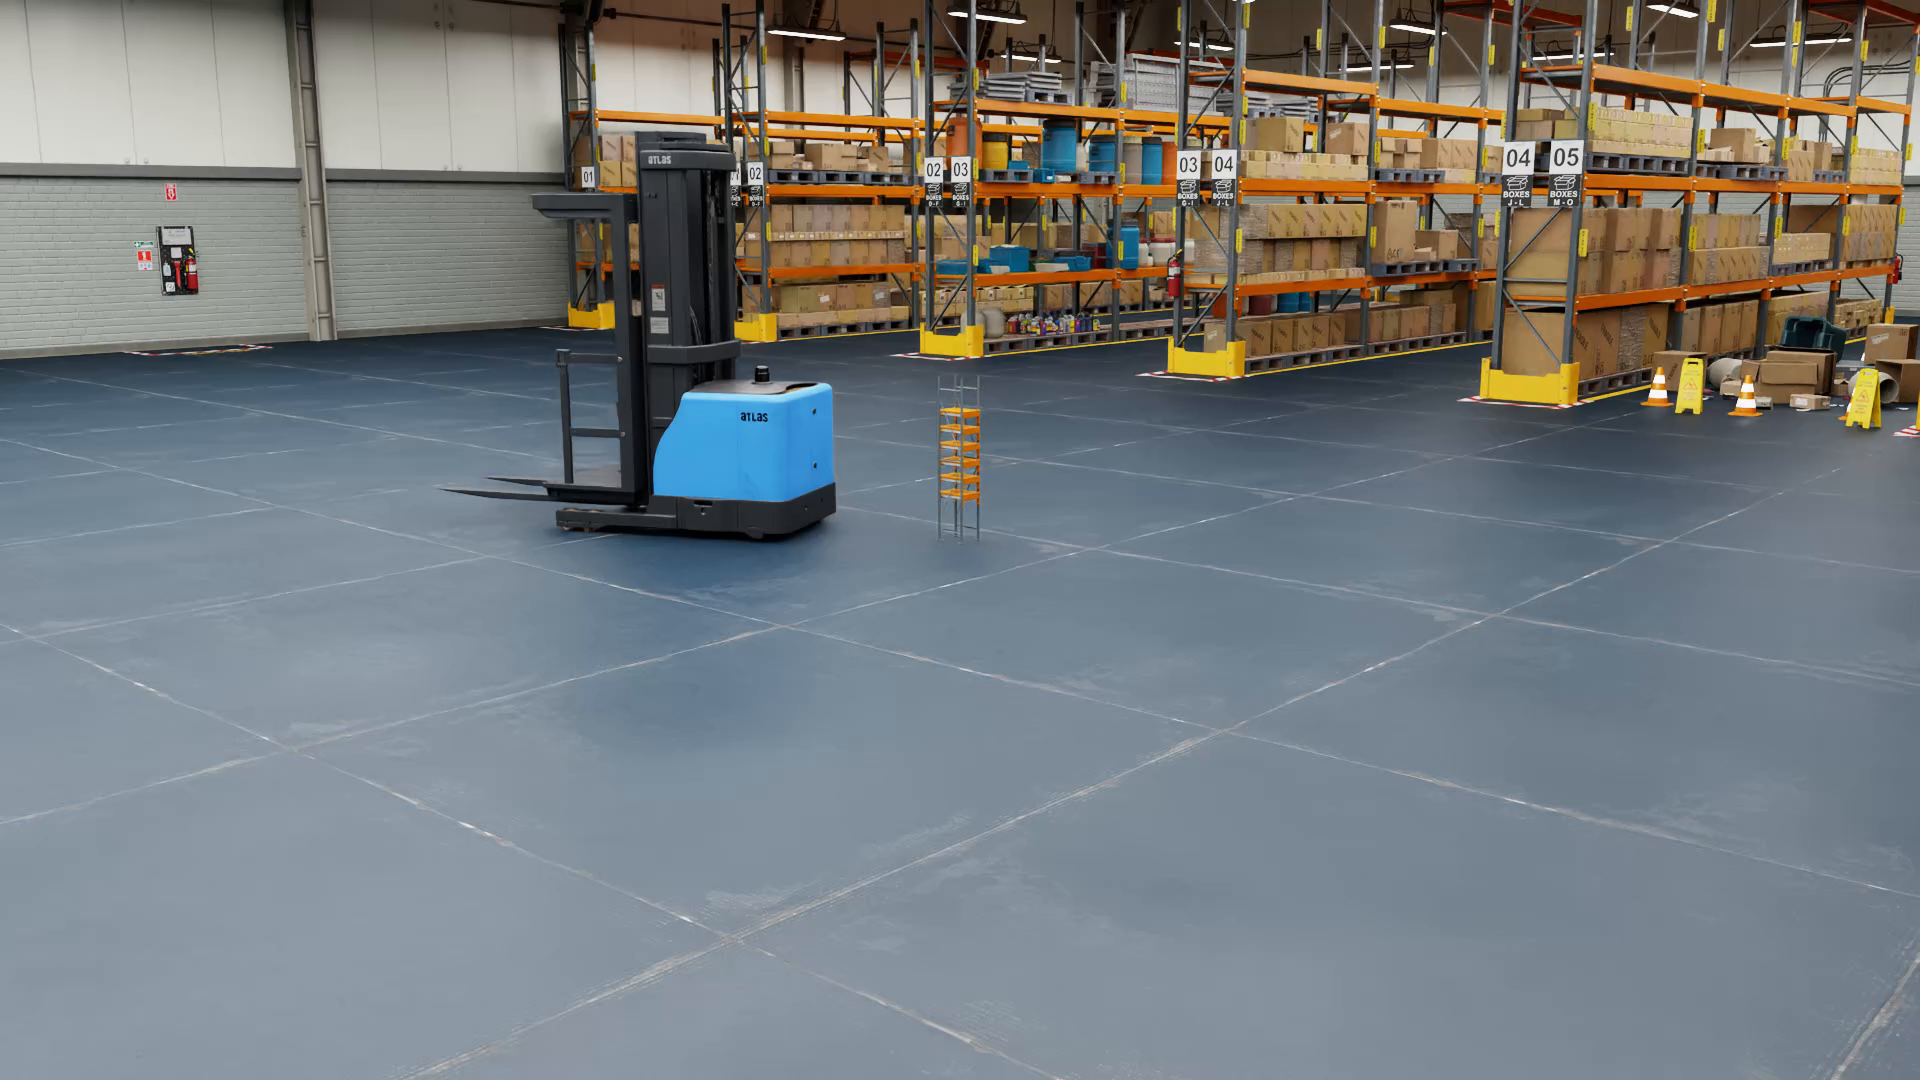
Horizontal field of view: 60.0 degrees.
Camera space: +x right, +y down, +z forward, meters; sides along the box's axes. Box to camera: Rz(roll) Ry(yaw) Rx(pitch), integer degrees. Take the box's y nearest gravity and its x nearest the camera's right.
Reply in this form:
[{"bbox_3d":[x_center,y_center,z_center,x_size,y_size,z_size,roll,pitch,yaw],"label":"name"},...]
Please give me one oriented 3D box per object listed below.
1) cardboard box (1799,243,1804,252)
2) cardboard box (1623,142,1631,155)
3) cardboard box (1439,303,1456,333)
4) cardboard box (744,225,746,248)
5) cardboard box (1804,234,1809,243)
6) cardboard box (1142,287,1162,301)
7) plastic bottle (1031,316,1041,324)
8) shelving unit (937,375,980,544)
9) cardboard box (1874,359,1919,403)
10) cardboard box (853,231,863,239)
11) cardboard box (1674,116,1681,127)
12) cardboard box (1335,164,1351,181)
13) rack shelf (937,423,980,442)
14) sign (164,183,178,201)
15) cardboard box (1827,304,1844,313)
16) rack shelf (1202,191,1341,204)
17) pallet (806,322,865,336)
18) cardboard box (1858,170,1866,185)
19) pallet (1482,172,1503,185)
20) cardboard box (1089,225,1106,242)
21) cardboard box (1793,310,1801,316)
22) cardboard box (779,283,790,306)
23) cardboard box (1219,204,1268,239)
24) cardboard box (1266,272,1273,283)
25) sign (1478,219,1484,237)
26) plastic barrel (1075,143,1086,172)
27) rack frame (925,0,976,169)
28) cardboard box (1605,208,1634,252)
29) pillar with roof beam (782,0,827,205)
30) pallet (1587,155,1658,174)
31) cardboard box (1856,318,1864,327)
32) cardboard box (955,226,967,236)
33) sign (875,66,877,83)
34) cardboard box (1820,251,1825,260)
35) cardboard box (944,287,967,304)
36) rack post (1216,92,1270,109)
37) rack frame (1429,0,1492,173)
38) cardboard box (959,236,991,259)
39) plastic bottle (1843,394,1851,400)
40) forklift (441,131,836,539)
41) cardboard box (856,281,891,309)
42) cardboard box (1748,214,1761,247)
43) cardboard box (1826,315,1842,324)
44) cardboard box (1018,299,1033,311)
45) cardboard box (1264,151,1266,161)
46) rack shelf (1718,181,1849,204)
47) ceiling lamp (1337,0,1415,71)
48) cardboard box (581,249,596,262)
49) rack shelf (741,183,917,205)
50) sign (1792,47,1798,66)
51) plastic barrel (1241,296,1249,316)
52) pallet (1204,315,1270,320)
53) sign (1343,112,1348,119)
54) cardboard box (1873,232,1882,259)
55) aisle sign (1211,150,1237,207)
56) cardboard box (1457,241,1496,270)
[{"bbox_3d":[13.996,-4.932,28.054,0.380,0.149,0.250,11,15,42],"label":"cardboard box"},{"bbox_3d":[8.355,-5.011,21.299,0.380,0.149,0.250,10,15,41],"label":"cardboard box"},{"bbox_3d":[8.416,-3.973,29.704,0.700,0.500,0.500,9,14,37],"label":"cardboard box"},{"bbox_3d":[-4.598,-6.752,36.981,0.700,0.500,0.500,10,15,41],"label":"cardboard box"},{"bbox_3d":[14.163,-5.115,28.213,0.380,0.149,0.250,9,14,38],"label":"cardboard box"},{"bbox_3d":[4.484,-5.885,39.760,0.500,0.311,0.500,10,15,40],"label":"cardboard box"},{"bbox_3d":[1.360,-3.845,29.636,0.152,0.276,0.135,10,15,40],"label":"plastic bottle"},{"bbox_3d":[-0.010,-0.586,12.083,0.258,1.200,0.189,10,15,40],"label":"shelving unit"},{"bbox_3d":[11.917,-2.008,20.983,0.500,0.500,0.500,-2,11,-9],"label":"cardboard box"},{"bbox_3d":[-2.094,-5.890,32.130,0.380,0.149,0.250,10,15,42],"label":"cardboard box"},{"bbox_3d":[9.527,-5.664,22.532,0.380,0.149,0.250,10,15,40],"label":"cardboard box"},{"bbox_3d":[5.745,-5.717,25.900,0.500,0.250,0.500,10,15,42],"label":"cardboard box"},{"bbox_3d":[-0.010,-0.778,12.045,0.258,0.103,0.180,10,15,40],"label":"rack shelf"},{"bbox_3d":[-13.489,-5.950,28.426,0.001,0.298,0.199,10,15,40],"label":"sign"},{"bbox_3d":[15.882,-4.217,30.352,0.380,0.149,0.250,9,15,40],"label":"cardboard box"},{"bbox_3d":[6.443,-7.137,34.464,1.077,0.370,4.000,10,15,40],"label":"rack shelf"},{"bbox_3d":[-2.598,-4.118,32.289,1.003,0.211,1.213,10,15,40],"label":"pallet"},{"bbox_3d":[15.970,-6.523,29.936,0.500,0.250,0.500,9,15,39],"label":"cardboard box"},{"bbox_3d":[9.228,-6.564,30.242,1.213,0.211,1.003,11,16,43],"label":"pallet"},{"bbox_3d":[2.925,-6.941,37.978,0.700,0.500,0.500,6,13,26],"label":"cardboard box"},{"bbox_3d":[13.825,-3.630,28.036,0.500,0.500,0.500,9,15,39],"label":"cardboard box"},{"bbox_3d":[-4.183,-5.600,37.849,0.700,0.500,0.500,9,15,39],"label":"cardboard box"},{"bbox_3d":[4.130,-4.638,24.207,0.500,0.500,0.500,10,15,40],"label":"cardboard box"},{"bbox_3d":[4.435,-3.904,24.739,0.380,0.149,0.250,10,15,40],"label":"cardboard box"},{"bbox_3d":[9.257,-5.544,29.558,0.100,0.325,0.005,10,15,40],"label":"sign"},{"bbox_3d":[2.050,-6.830,29.732,0.421,0.512,0.421,0,11,0],"label":"plastic barrel"},{"bbox_3d":[-0.158,-7.490,26.734,1.000,3.000,0.127,10,15,40],"label":"rack frame"},{"bbox_3d":[8.261,-4.061,21.747,0.875,0.550,0.550,10,15,40],"label":"cardboard box"},{"bbox_3d":[-0.593,-9.311,35.855,9.100,9.000,0.548,10,15,40],"label":"pillar with roof beam"},{"bbox_3d":[8.508,-4.969,22.001,1.003,0.211,1.213,10,15,40],"label":"pallet"},{"bbox_3d":[16.789,-4.109,31.330,0.380,0.149,0.250,10,15,41],"label":"cardboard box"},{"bbox_3d":[-0.124,-7.622,41.648,0.500,0.500,0.500,10,15,41],"label":"cardboard box"},{"bbox_3d":[-1.652,-9.284,33.133,0.100,0.325,0.005,10,15,40],"label":"sign"},{"bbox_3d":[14.858,-4.977,29.040,0.380,0.149,0.250,10,15,41],"label":"cardboard box"},{"bbox_3d":[-0.101,-5.088,34.541,0.500,0.311,0.500,9,14,38],"label":"cardboard box"},{"bbox_3d":[5.570,-8.741,33.194,0.954,0.300,0.937,10,15,40],"label":"rack post"},{"bbox_3d":[8.843,-8.026,29.421,1.000,3.000,0.127,10,15,40],"label":"rack frame"},{"bbox_3d":[0.309,-6.166,35.167,0.500,0.500,0.500,9,14,37],"label":"cardboard box"},{"bbox_3d":[11.386,-1.826,21.198,0.283,0.061,0.133,-9,14,-38],"label":"plastic bottle"},{"bbox_3d":[-2.539,-1.590,12.687,3.031,2.935,1.130,4,12,17],"label":"forklift"},{"bbox_3d":[-1.717,-4.834,32.788,0.500,0.500,0.500,10,15,40],"label":"cardboard box"},{"bbox_3d":[12.198,-4.903,26.291,0.700,0.500,0.500,10,15,40],"label":"cardboard box"},{"bbox_3d":[15.622,-3.982,29.938,0.380,0.149,0.250,11,16,43],"label":"cardboard box"},{"bbox_3d":[1.240,-5.114,36.106,0.500,0.250,0.500,10,15,42],"label":"cardboard box"},{"bbox_3d":[4.236,-5.589,24.244,0.380,0.149,0.250,9,15,39],"label":"cardboard box"},{"bbox_3d":[13.822,-5.841,27.973,1.077,0.370,4.000,10,15,40],"label":"rack shelf"},{"bbox_3d":[10.334,-13.418,41.512,2.000,3.185,0.800,10,15,40],"label":"ceiling lamp"},{"bbox_3d":[-7.437,-5.859,34.217,0.500,0.250,0.500,10,15,41],"label":"cardboard box"},{"bbox_3d":[-2.556,-6.601,31.781,1.077,0.370,4.000,10,15,40],"label":"rack shelf"},{"bbox_3d":[14.747,-8.528,29.348,0.100,0.325,0.005,10,15,40],"label":"sign"},{"bbox_3d":[5.738,-4.879,34.262,0.421,0.512,0.421,0,11,0],"label":"plastic barrel"},{"bbox_3d":[5.612,-4.479,34.095,1.003,0.211,1.213,10,15,40],"label":"pallet"},{"bbox_3d":[8.175,-9.081,35.236,0.100,0.325,0.005,10,15,40],"label":"sign"},{"bbox_3d":[17.008,-5.550,31.324,0.500,0.500,0.500,10,15,41],"label":"cardboard box"},{"bbox_3d":[3.747,-5.134,23.621,0.394,0.787,0.004,10,15,40],"label":"aisle sign"},{"bbox_3d":[9.368,-5.170,30.180,0.500,0.500,0.500,10,15,42],"label":"cardboard box"}]
